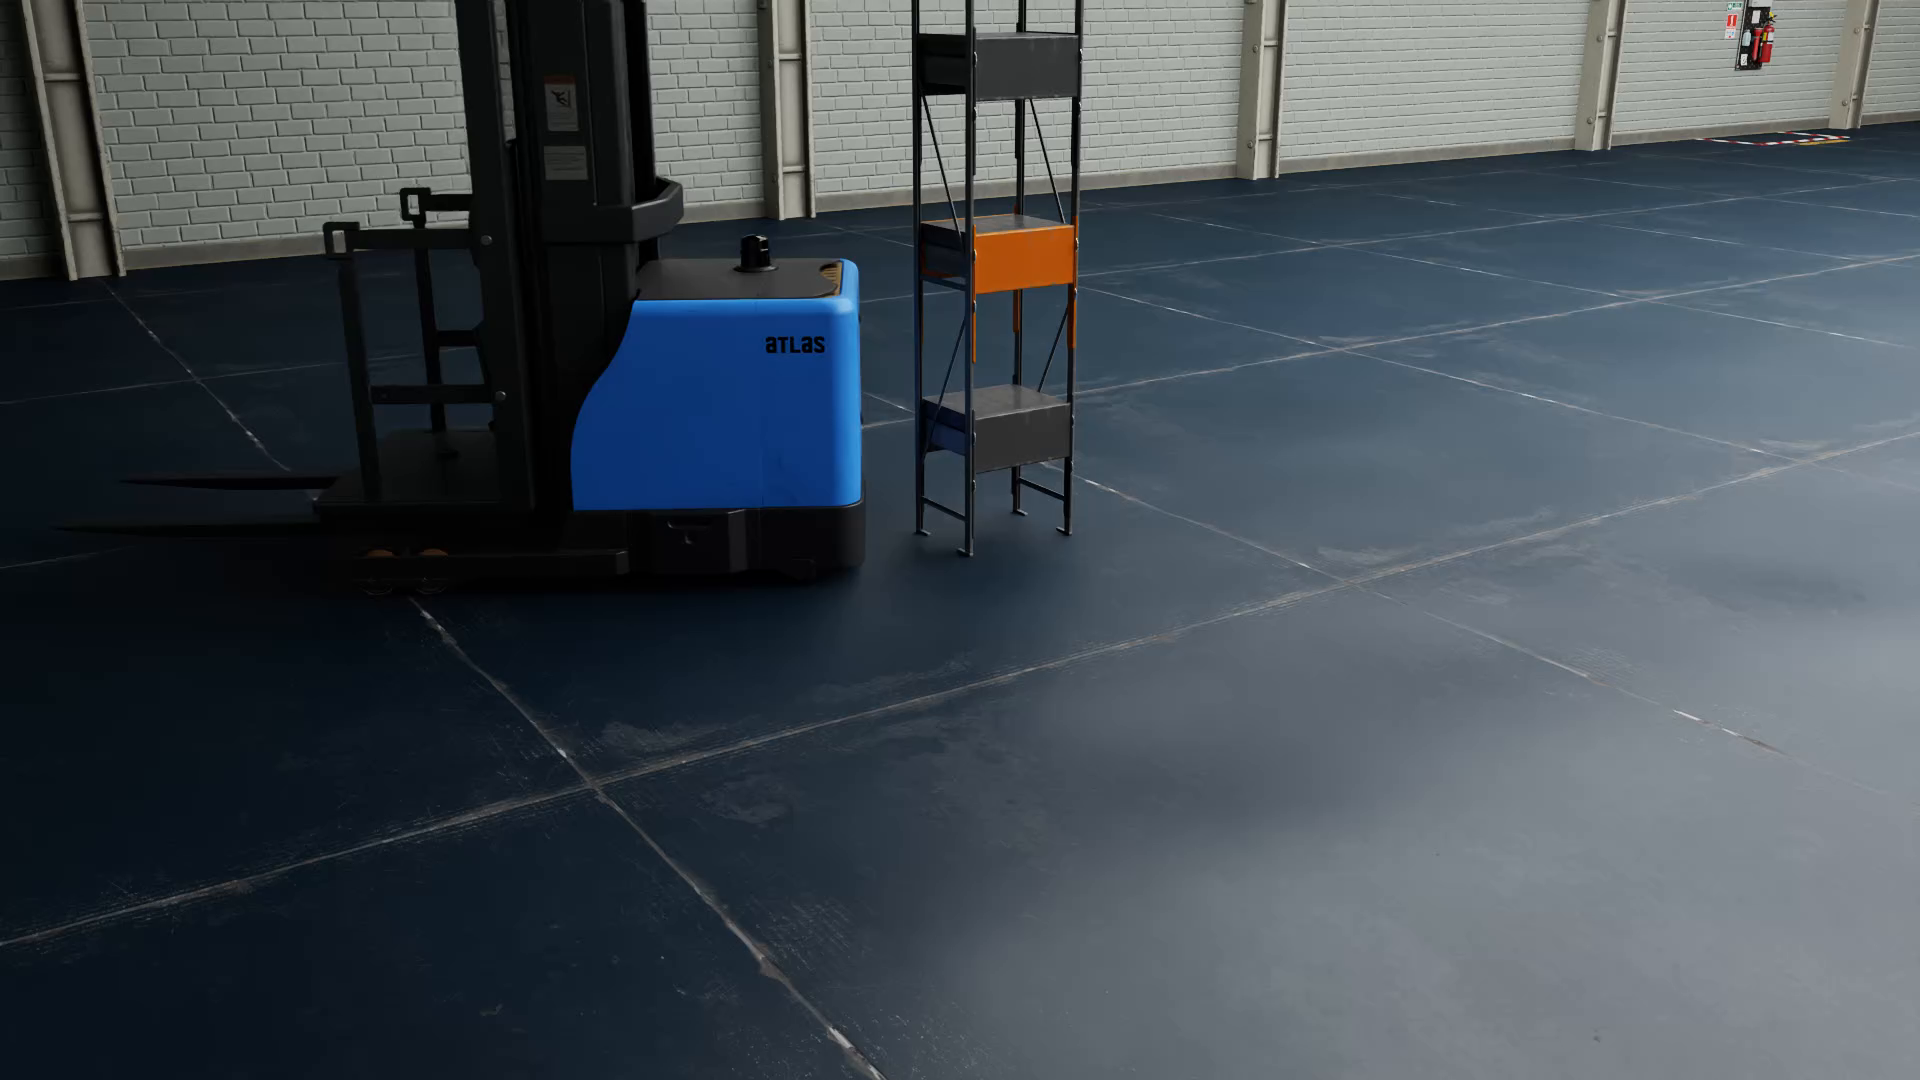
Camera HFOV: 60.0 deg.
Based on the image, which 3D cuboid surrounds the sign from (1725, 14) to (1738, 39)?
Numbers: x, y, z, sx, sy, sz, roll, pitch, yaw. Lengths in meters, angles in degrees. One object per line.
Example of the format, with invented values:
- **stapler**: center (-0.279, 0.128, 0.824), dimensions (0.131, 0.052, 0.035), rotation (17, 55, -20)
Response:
- **sign**: center (10.809, -7.201, 23.306), dimensions (0.234, 0.329, 0.001), rotation (-12, 22, -31)

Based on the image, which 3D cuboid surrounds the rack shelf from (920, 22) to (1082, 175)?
- **rack shelf**: center (0.138, -1.674, 6.275), dimensions (0.480, 0.518, 0.431), rotation (-12, 22, -31)

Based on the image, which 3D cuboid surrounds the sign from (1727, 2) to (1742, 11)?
- **sign**: center (10.818, -7.451, 23.217), dimensions (0.331, 0.109, 0.001), rotation (-12, 22, -31)

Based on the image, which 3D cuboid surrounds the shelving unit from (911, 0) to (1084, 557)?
- **shelving unit**: center (0.138, -1.024, 6.495), dimensions (0.503, 2.100, 0.431), rotation (-12, 22, -31)

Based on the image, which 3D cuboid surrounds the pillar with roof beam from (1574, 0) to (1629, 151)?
- **pillar with roof beam**: center (10.769, -8.313, 17.283), dimensions (0.400, 9.000, 9.100), rotation (-12, 22, -31)

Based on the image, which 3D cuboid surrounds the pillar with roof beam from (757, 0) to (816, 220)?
- **pillar with roof beam**: center (0.747, -6.199, 11.031), dimensions (0.400, 9.000, 9.100), rotation (-12, 22, -31)

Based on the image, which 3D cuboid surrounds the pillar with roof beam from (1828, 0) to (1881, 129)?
- **pillar with roof beam**: center (15.780, -9.370, 20.409), dimensions (0.400, 9.000, 9.100), rotation (-12, 22, -31)

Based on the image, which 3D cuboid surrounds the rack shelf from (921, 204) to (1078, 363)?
- **rack shelf**: center (0.138, -1.011, 6.499), dimensions (0.480, 0.518, 0.431), rotation (-12, 22, -31)

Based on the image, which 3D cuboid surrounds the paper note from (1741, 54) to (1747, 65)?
- **paper note**: center (11.142, -6.824, 23.622), dimensions (0.142, 0.148, 0.016), rotation (-12, 22, -31)

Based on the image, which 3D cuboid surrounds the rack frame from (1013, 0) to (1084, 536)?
- **rack frame**: center (0.342, -1.067, 6.622), dimensions (0.015, 2.100, 0.400), rotation (-12, 22, -31)

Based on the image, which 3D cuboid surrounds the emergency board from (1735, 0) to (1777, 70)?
- **emergency board**: center (11.328, -7.254, 23.518), dimensions (0.643, 1.169, 0.194), rotation (-12, 22, -31)

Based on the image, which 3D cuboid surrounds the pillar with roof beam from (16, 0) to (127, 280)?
- **pillar with roof beam**: center (-4.264, -5.142, 7.905), dimensions (0.400, 9.000, 9.100), rotation (-12, 22, -31)

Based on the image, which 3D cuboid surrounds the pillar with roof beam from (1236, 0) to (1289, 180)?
- **pillar with roof beam**: center (5.758, -7.256, 14.157), dimensions (0.400, 9.000, 9.100), rotation (-12, 22, -31)

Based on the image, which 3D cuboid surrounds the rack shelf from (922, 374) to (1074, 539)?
- **rack shelf**: center (0.138, -0.348, 6.723), dimensions (0.480, 0.518, 0.431), rotation (-12, 22, -31)

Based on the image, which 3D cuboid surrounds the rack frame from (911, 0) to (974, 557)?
- **rack frame**: center (-0.066, -0.981, 6.368), dimensions (0.015, 2.100, 0.400), rotation (-12, 22, -31)

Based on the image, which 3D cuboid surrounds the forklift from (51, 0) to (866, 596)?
- **forklift**: center (-1.895, -1.357, 6.183), dimensions (3.031, 2.935, 1.130), rotation (-1, 19, -3)
